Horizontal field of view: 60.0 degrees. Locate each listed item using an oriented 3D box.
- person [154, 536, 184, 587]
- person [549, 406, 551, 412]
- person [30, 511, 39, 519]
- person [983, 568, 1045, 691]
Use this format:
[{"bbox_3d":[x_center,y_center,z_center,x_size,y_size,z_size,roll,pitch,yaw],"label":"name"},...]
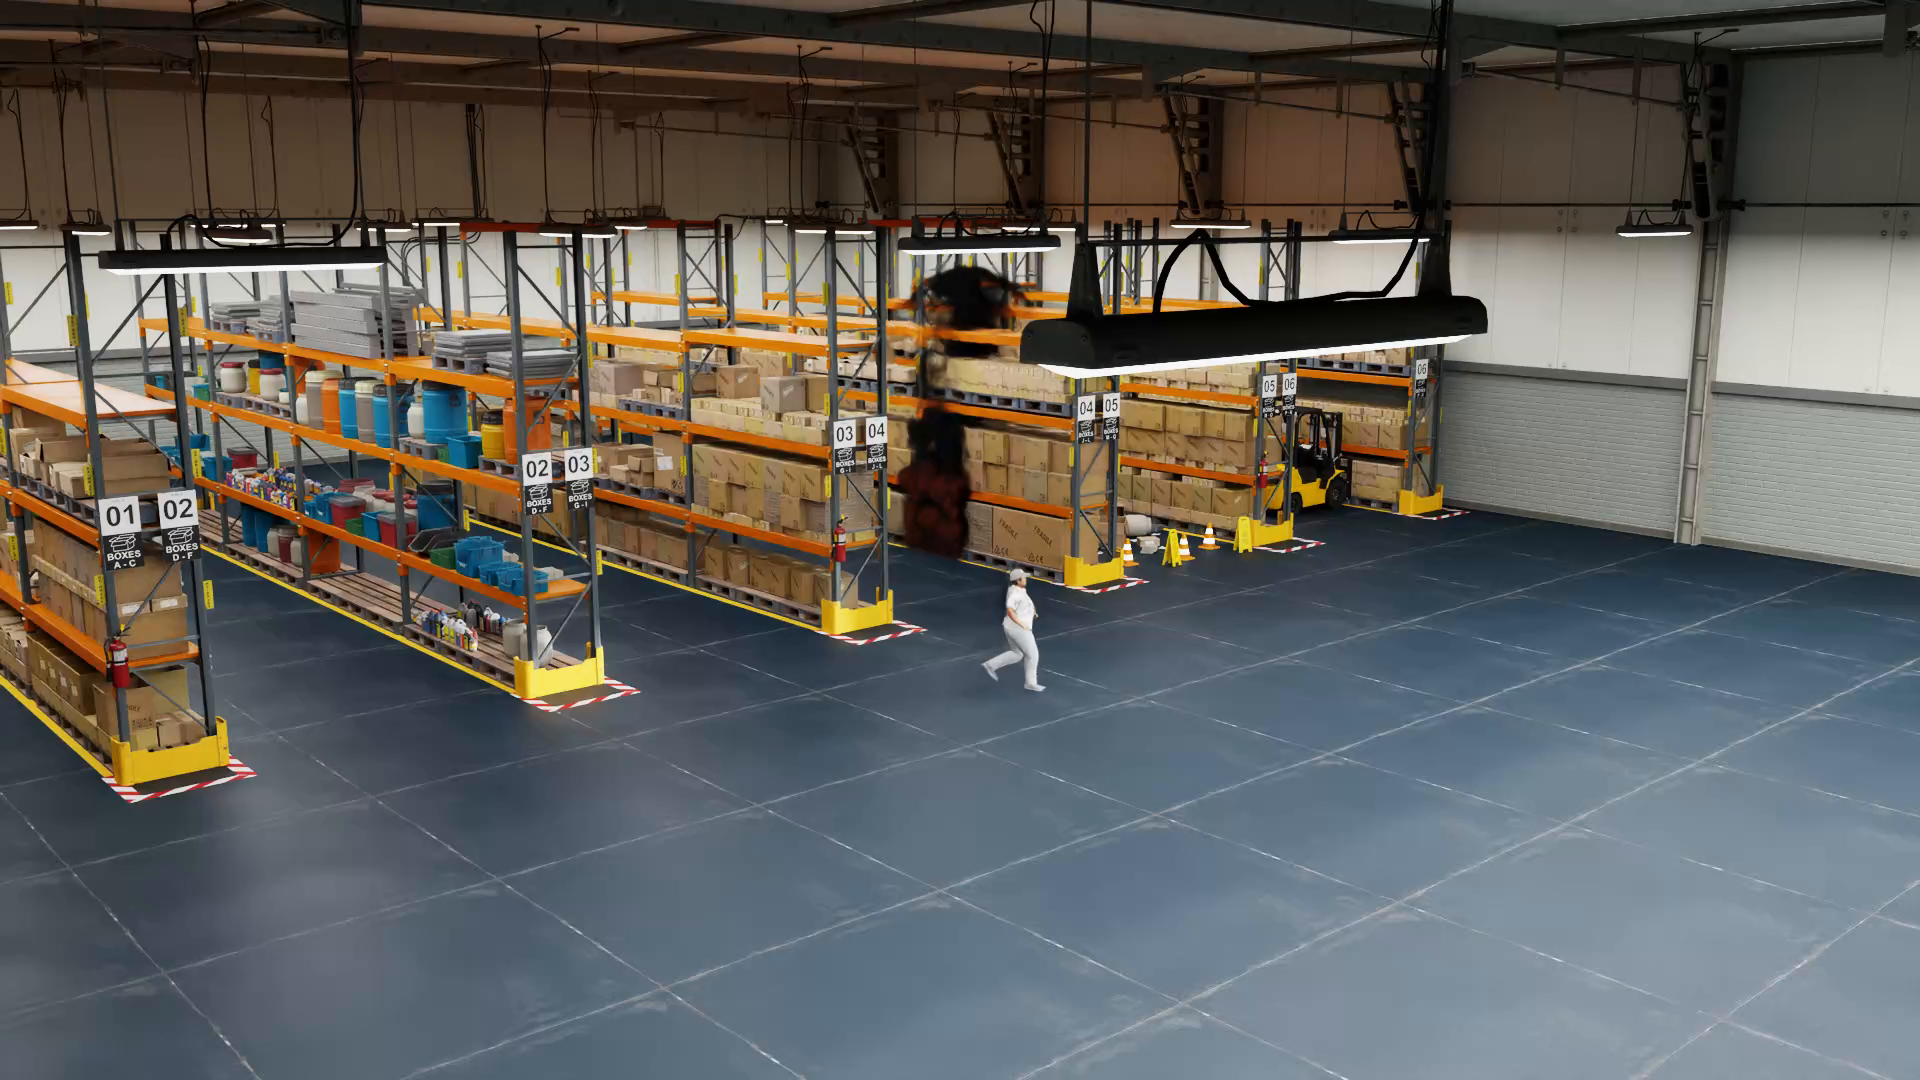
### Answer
[{"bbox_3d":[-13.371,-0.109,28.012,0.878,1.753,0.720,10,15,40],"label":"person"},{"bbox_3d":[-9.732,-2.341,39.040,0.746,1.742,0.941,-1,11,-3],"label":"person"},{"bbox_3d":[-16.943,-0.614,30.544,0.619,1.732,0.674,9,14,37],"label":"person"},{"bbox_3d":[0.725,1.194,21.878,0.830,1.665,0.607,-2,12,-10],"label":"person"}]
